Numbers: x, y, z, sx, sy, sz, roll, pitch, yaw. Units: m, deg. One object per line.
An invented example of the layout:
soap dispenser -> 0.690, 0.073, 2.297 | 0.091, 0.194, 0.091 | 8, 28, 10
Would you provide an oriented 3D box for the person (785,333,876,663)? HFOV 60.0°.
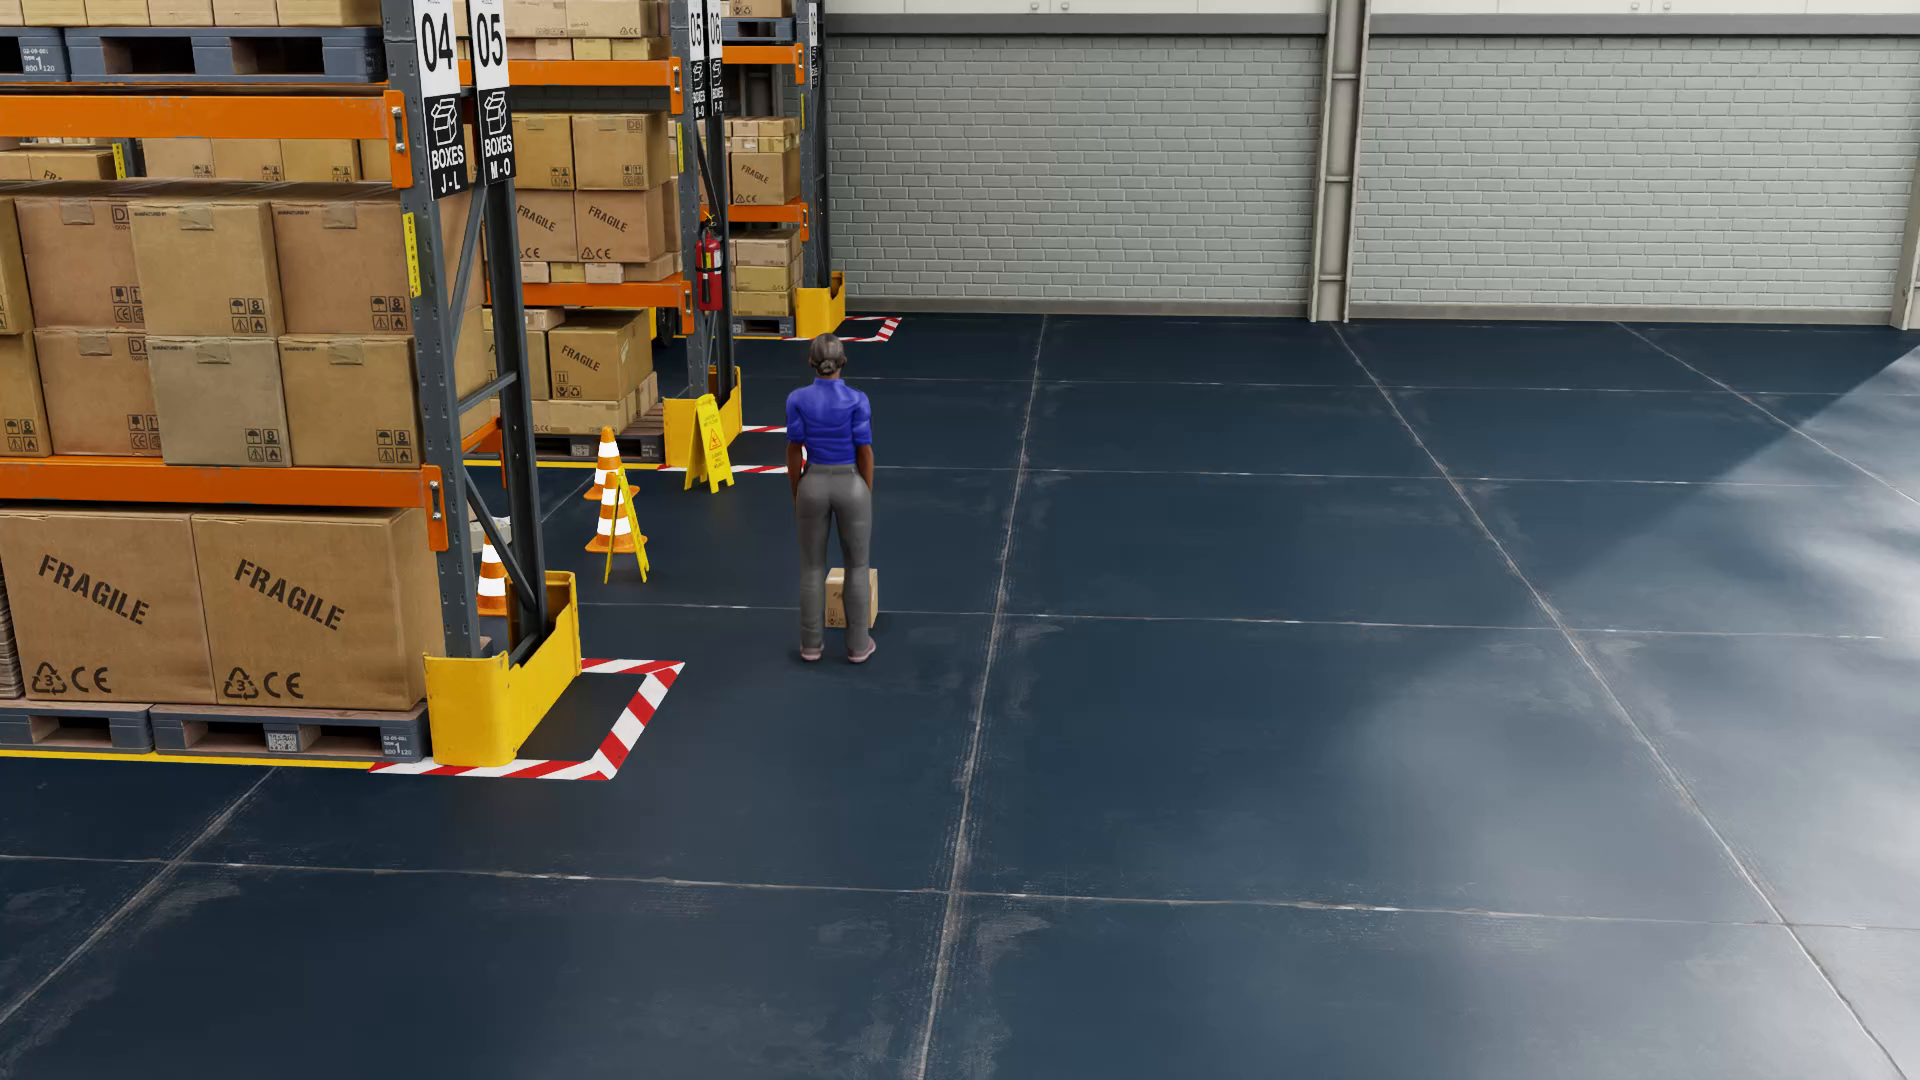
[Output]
person -> -0.635, -0.207, 8.216 | 0.436, 1.657, 0.304 | 2, 18, 5
